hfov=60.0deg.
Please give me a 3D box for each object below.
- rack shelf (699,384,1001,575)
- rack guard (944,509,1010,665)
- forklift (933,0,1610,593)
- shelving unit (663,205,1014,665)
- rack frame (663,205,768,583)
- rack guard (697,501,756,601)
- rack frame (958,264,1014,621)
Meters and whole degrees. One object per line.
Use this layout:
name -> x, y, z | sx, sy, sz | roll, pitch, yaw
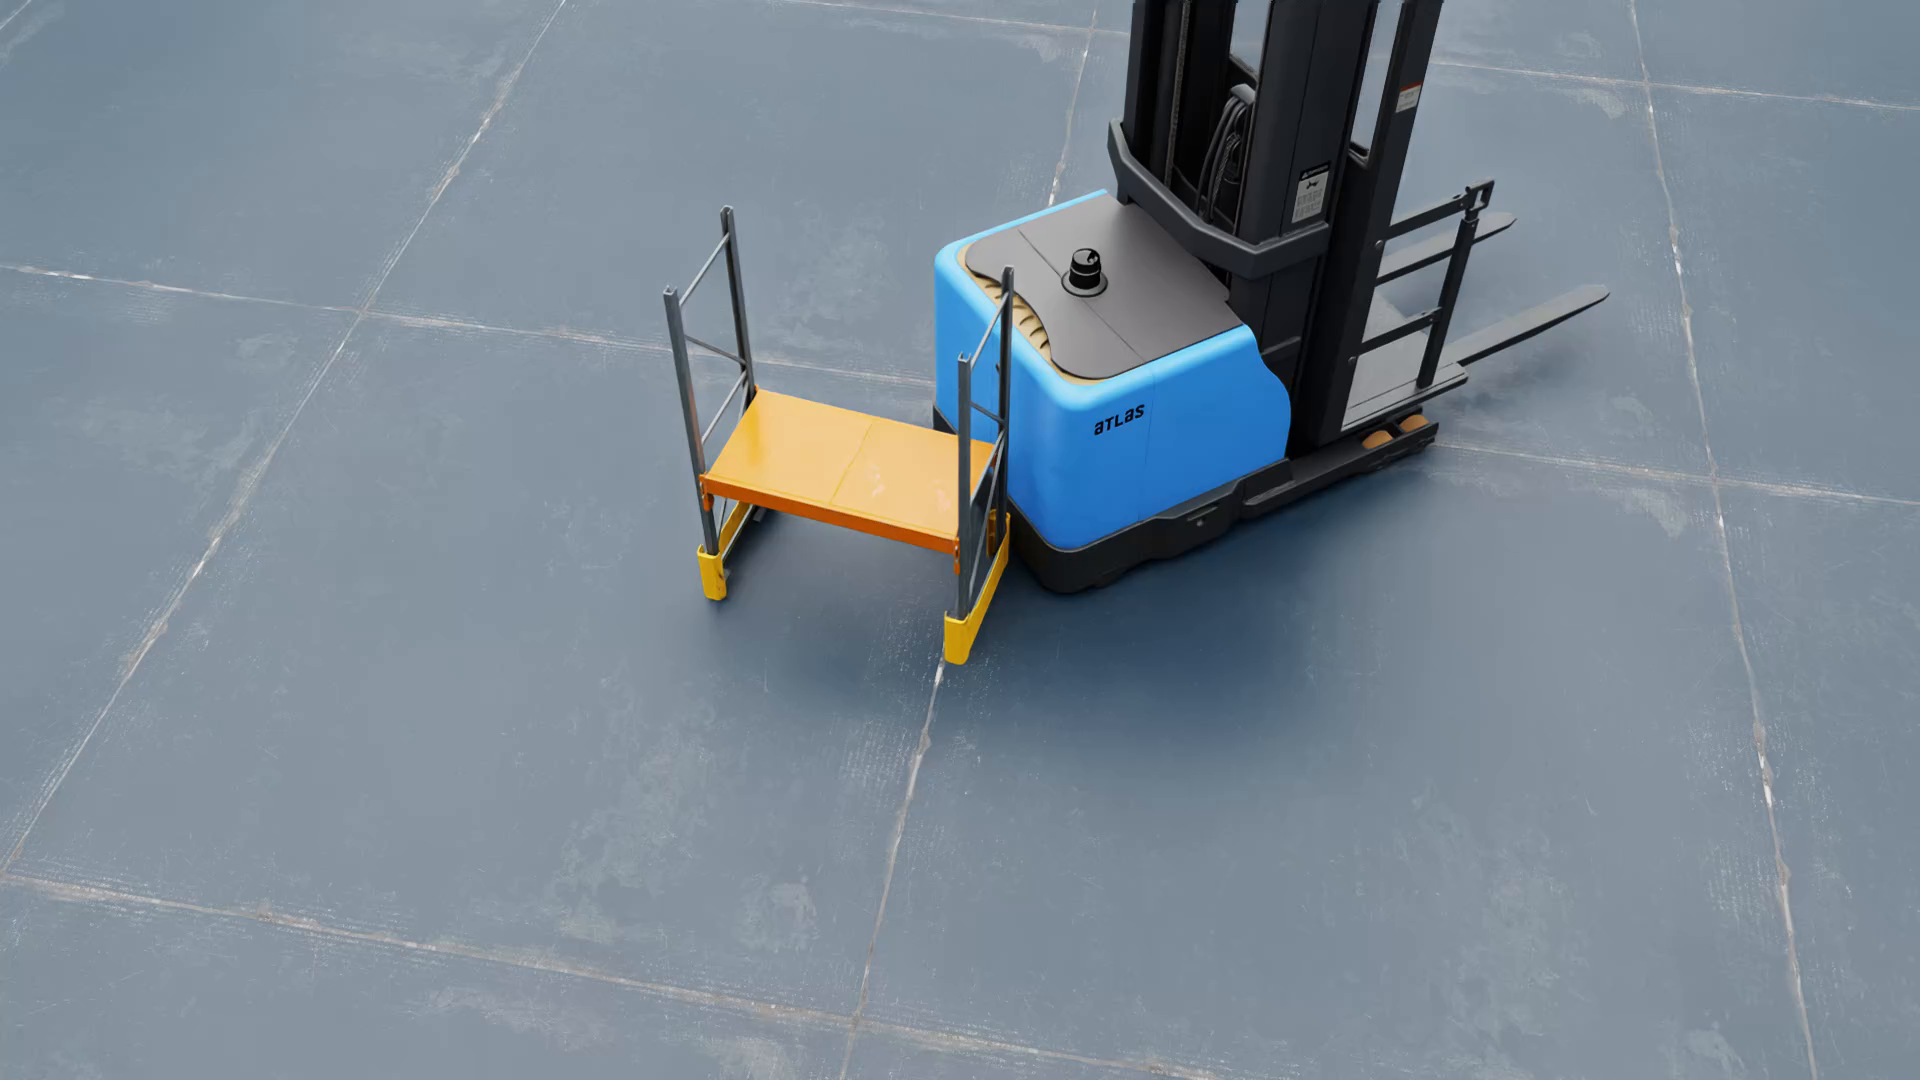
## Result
rack shelf -> -0.395, -0.236, 6.167 | 1.000, 0.185, 0.538 | 14, 50, 12
rack guard -> 0.068, 0.177, 6.395 | 0.087, 0.250, 0.587 | 14, 50, 12
forklift -> 1.424, -1.595, 6.185 | 3.031, 2.935, 1.130 | -23, 52, -19
shelving unit -> -0.404, -0.358, 6.036 | 1.083, 1.500, 0.587 | 14, 50, 12
rack frame -> -0.877, -0.476, 6.142 | 0.032, 1.500, 0.500 | 14, 50, 12
rack guard -> -0.876, -0.058, 6.606 | 0.087, 0.250, 0.587 | 14, 50, 12
rack frame -> 0.087, -0.236, 5.926 | 0.032, 1.500, 0.500 | 14, 50, 12
